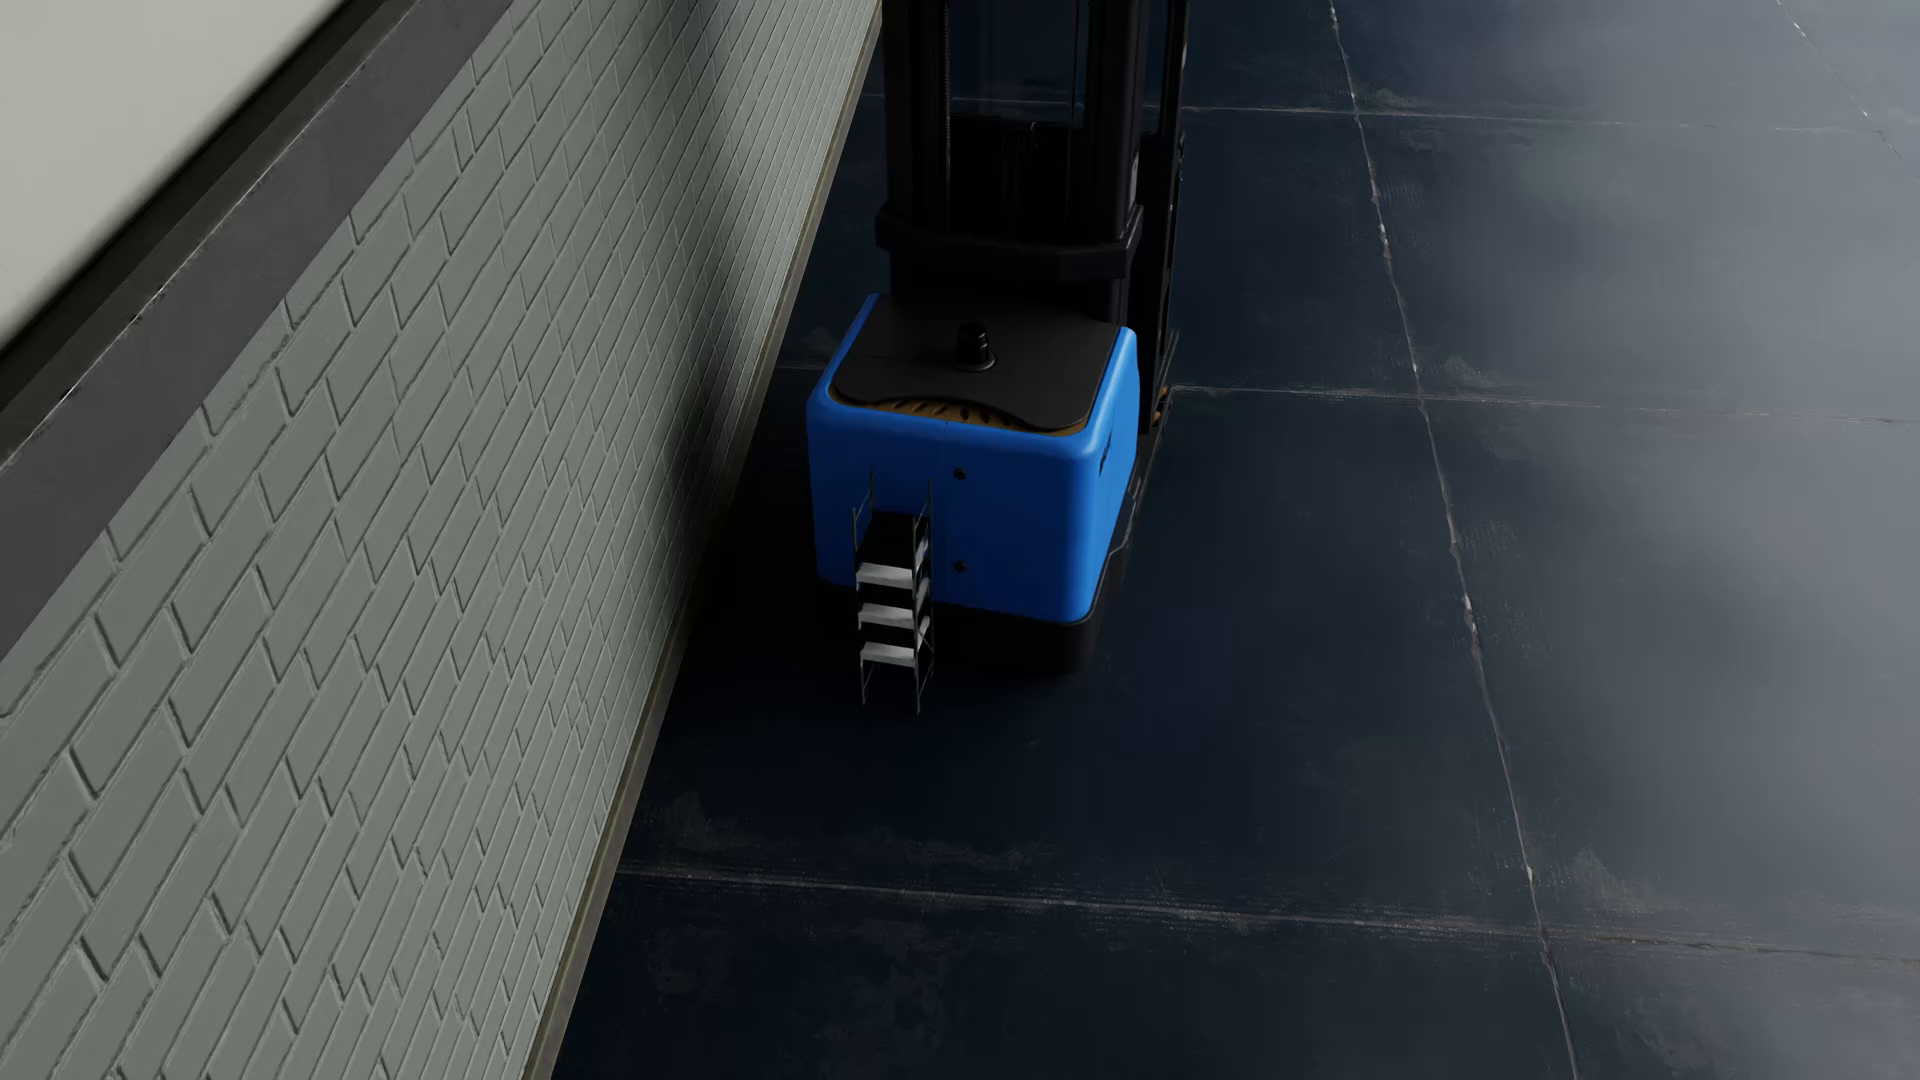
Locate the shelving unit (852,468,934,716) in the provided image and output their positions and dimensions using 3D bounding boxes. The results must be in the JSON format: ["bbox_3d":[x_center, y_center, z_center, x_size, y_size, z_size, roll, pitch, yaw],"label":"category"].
[{"bbox_3d":[-0.226,0.194,5.798,0.210,0.900,0.258,8,40,10],"label":"shelving unit"}]

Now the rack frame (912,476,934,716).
[{"bbox_3d":[-0.127,0.209,5.780,0.006,0.900,0.240,8,40,10],"label":"rack frame"}]

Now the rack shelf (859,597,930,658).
[{"bbox_3d":[-0.226,0.290,5.876,0.200,0.077,0.258,8,40,10],"label":"rack shelf"}]

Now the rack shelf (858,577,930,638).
[{"bbox_3d":[-0.226,0.220,5.819,0.200,0.077,0.258,8,40,10],"label":"rack shelf"}]

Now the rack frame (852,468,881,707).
[{"bbox_3d":[-0.325,0.180,5.816,0.006,0.900,0.240,8,40,10],"label":"rack frame"}]

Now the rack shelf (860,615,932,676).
[{"bbox_3d":[-0.226,0.360,5.933,0.200,0.077,0.258,8,40,10],"label":"rack shelf"}]

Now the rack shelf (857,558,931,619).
[{"bbox_3d":[-0.226,0.150,5.763,0.200,0.077,0.258,8,40,10],"label":"rack shelf"}]

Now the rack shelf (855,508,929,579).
[{"bbox_3d":[-0.226,0.011,5.649,0.200,0.077,0.258,8,40,10],"label":"rack shelf"}]

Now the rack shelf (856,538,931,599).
[{"bbox_3d":[-0.226,0.081,5.706,0.200,0.077,0.258,8,40,10],"label":"rack shelf"}]

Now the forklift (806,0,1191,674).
[{"bbox_3d":[0.322,-1.586,6.376,1.130,2.935,3.031,9,40,11],"label":"forklift"}]
